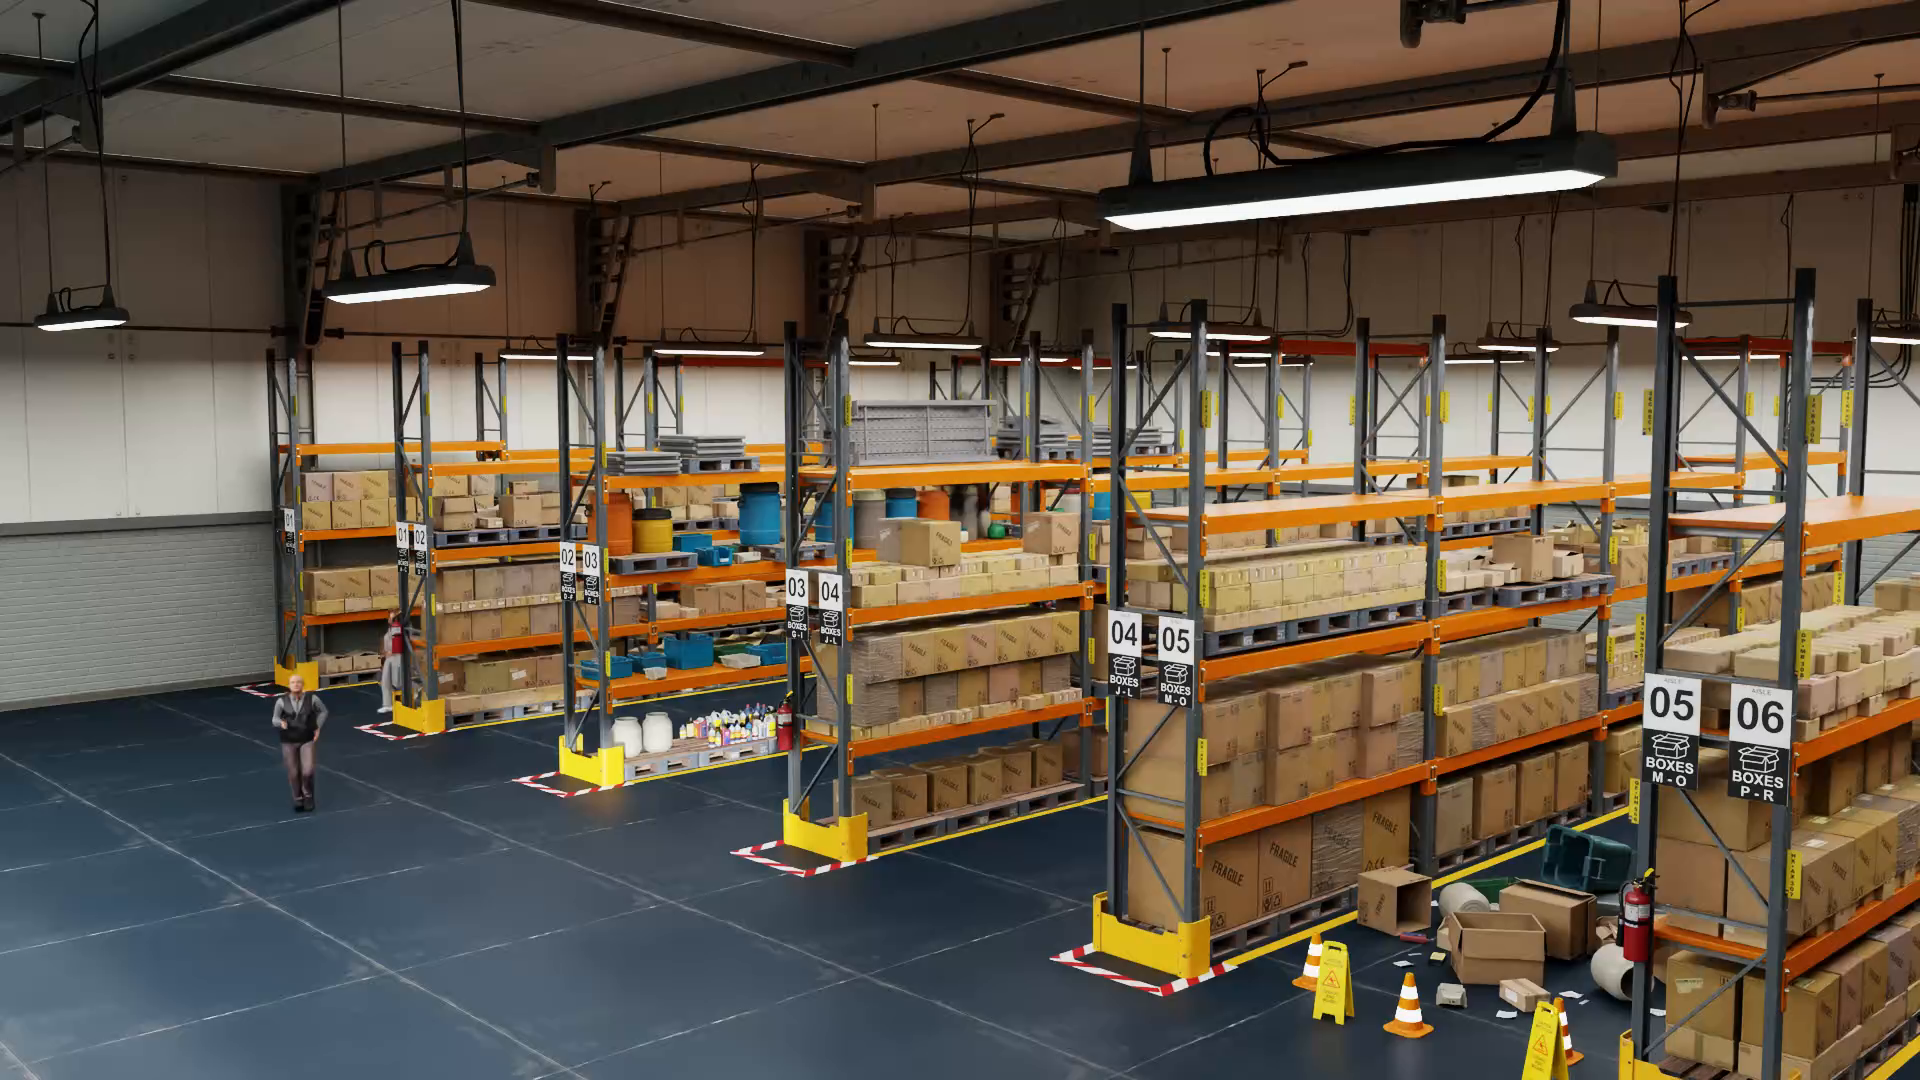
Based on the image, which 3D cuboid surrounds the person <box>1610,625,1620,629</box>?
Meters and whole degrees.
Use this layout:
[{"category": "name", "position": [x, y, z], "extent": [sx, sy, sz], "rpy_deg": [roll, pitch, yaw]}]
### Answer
[{"category": "person", "position": [10.171, 2.130, 25.841], "extent": [0.578, 1.624, 0.567], "rpy_deg": [-3, 6, -32]}]

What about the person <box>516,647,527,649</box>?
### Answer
[{"category": "person", "position": [-7.539, 1.756, 28.731], "extent": [0.659, 1.773, 1.003], "rpy_deg": [4, 7, 41]}]

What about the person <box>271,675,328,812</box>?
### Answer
[{"category": "person", "position": [-8.184, 2.535, 20.606], "extent": [0.641, 1.721, 0.651], "rpy_deg": [-1, 5, -16]}]

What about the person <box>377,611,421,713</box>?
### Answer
[{"category": "person", "position": [-9.228, 1.975, 27.231], "extent": [0.571, 1.644, 0.842], "rpy_deg": [3, 6, 32]}]
